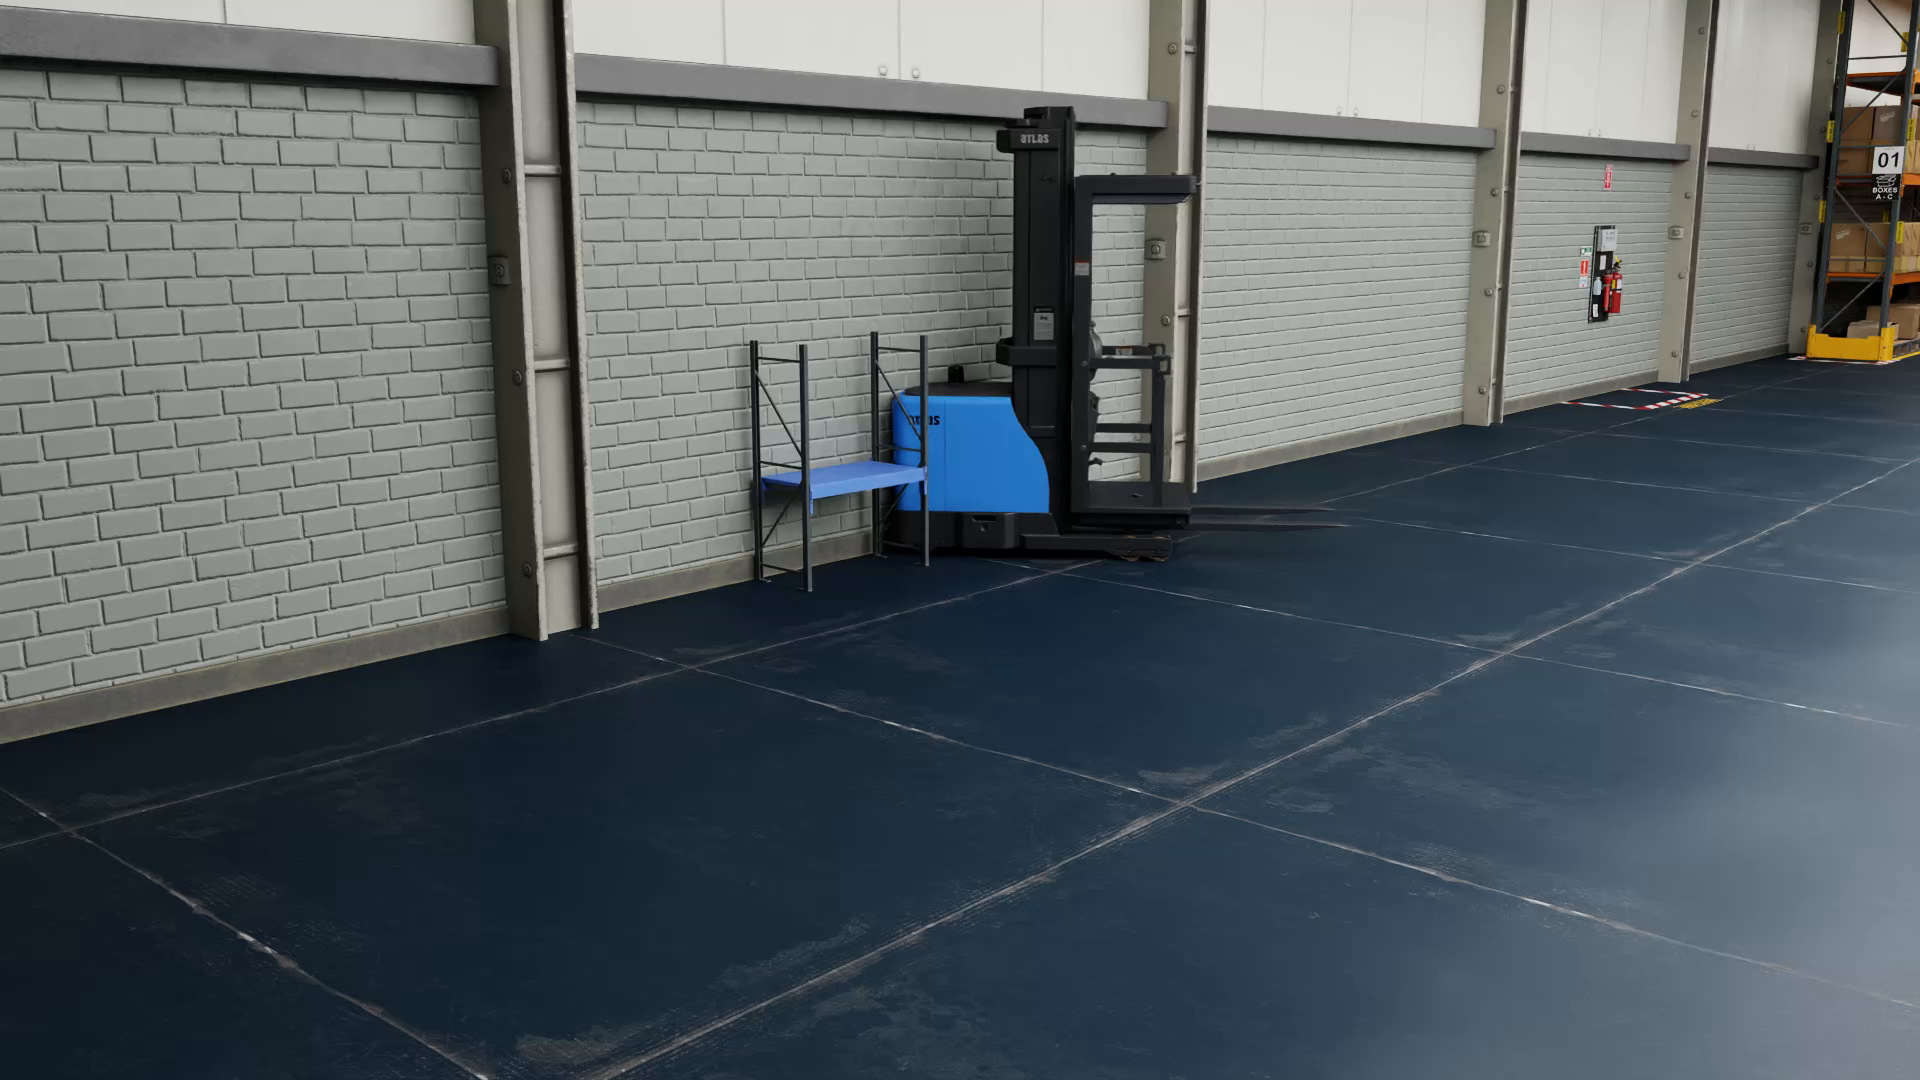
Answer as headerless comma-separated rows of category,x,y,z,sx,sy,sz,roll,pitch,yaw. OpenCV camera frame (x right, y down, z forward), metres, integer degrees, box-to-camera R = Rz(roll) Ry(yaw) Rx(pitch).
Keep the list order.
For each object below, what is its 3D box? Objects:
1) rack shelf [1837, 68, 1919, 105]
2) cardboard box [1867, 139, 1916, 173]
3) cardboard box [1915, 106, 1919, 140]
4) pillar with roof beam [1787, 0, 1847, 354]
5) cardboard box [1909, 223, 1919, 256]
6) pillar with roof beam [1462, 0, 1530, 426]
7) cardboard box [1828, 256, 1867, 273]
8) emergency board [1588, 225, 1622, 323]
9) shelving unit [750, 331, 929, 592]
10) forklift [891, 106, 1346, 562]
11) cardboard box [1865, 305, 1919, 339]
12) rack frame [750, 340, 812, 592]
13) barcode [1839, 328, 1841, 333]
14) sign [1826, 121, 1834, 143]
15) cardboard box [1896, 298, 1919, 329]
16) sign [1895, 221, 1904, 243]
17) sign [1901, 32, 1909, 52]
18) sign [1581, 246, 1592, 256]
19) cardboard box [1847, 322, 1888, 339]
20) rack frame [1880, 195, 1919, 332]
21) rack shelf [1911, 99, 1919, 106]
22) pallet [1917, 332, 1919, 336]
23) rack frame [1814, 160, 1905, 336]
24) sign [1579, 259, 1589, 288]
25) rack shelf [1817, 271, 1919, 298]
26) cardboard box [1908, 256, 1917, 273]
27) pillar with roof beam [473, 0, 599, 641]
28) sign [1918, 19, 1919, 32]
rack shelf,15.096,-7.173,26.492,1.077,0.370,4.000,10,15,40
cardboard box,14.184,-5.837,25.315,0.500,0.500,0.500,10,15,42
cardboard box,14.581,-6.403,25.596,0.500,0.500,0.500,10,15,40
pillar with roof beam,16.822,-6.891,23.237,9.100,9.000,0.400,10,15,40
cardboard box,14.650,-4.698,25.990,0.500,0.500,0.500,10,15,41
pillar with roof beam,8.900,-5.125,14.398,9.100,9.000,0.400,10,15,40
cardboard box,13.938,-4.321,26.018,0.500,0.250,0.500,10,15,41
emergency board,7.967,-3.264,20.396,0.194,1.169,0.643,10,15,40
shelving unit,-0.745,-0.525,10.512,0.538,1.500,1.048,10,15,42
forklift,1.084,-1.404,11.257,3.031,2.935,1.130,1,11,5
cardboard box,15.198,-3.556,27.117,0.700,0.500,0.500,9,14,37
rack frame,-1.094,-0.453,10.150,0.500,1.500,0.032,10,15,42
barcode,14.011,-3.337,26.479,0.001,0.075,0.075,10,15,40
sign,13.372,-6.271,25.529,0.100,0.325,0.005,10,15,40
cardboard box,16.889,-3.980,29.237,0.700,0.500,0.500,10,15,42
sign,14.183,-4.645,25.100,0.100,0.325,0.005,10,15,40
sign,15.995,-8.428,28.143,0.100,0.325,0.005,10,15,40
sign,7.534,-3.473,19.998,0.001,0.109,0.331,10,15,40
cardboard box,14.300,-3.278,26.207,0.500,0.311,0.500,8,14,34
rack frame,16.416,-4.879,28.482,1.000,3.000,0.127,10,15,40
rack shelf,17.736,-7.567,29.477,1.077,0.370,4.000,10,15,40
pallet,15.999,-3.409,28.238,1.003,0.211,1.213,10,15,40
rack frame,13.775,-4.291,25.536,1.000,3.000,0.127,10,15,40
sign,7.525,-3.214,20.052,0.001,0.329,0.234,10,15,40
rack shelf,15.096,-4.232,27.079,1.077,0.370,4.000,10,15,40
cardboard box,14.668,-4.336,26.094,0.500,0.250,0.500,9,15,39
pillar with roof beam,0.979,-3.360,5.558,9.100,9.000,0.400,10,15,40
sign,14.183,-7.659,24.498,0.100,0.325,0.005,10,15,40
